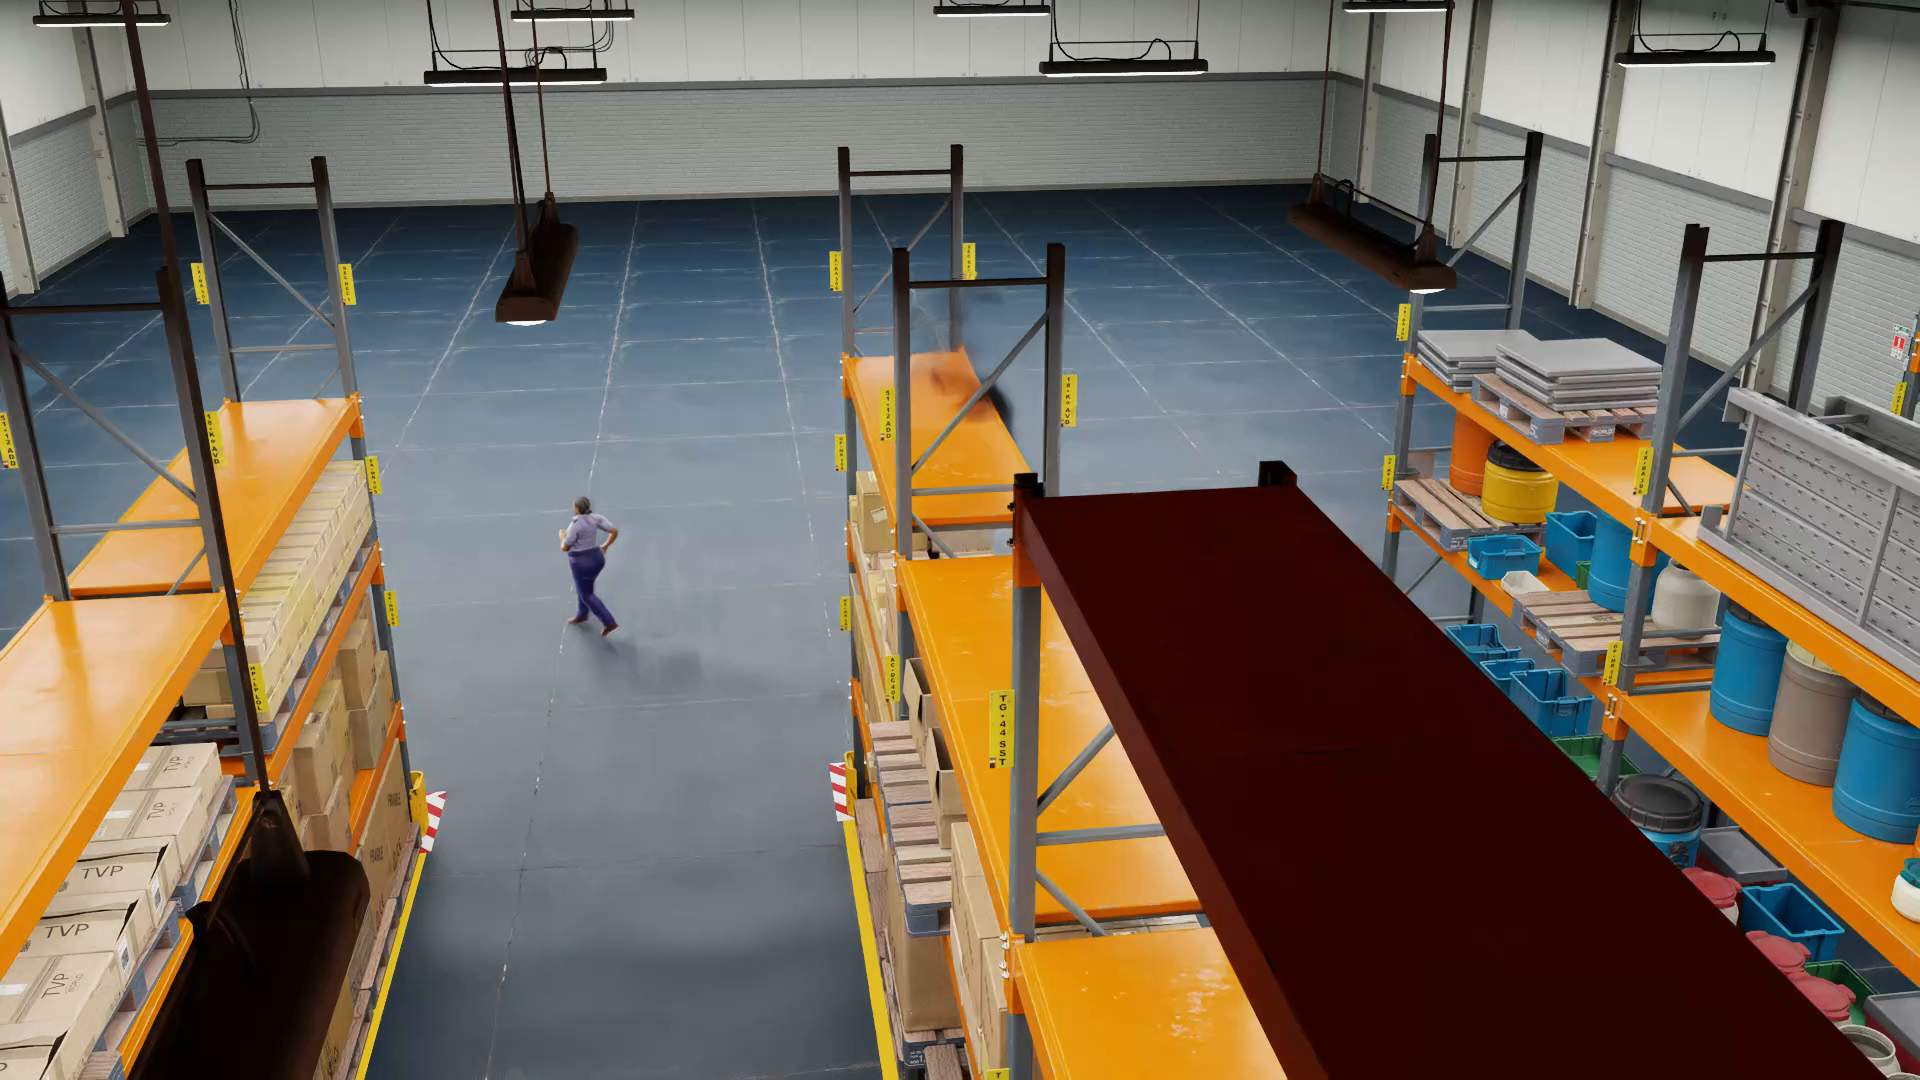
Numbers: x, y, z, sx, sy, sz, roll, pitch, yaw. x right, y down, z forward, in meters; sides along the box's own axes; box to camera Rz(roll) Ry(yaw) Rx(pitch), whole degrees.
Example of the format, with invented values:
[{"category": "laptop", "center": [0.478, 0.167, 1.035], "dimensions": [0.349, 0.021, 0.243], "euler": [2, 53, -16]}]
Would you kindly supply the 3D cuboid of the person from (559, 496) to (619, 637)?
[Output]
[{"category": "person", "center": [-4.189, 0.281, 18.653], "dimensions": [0.901, 1.658, 0.598], "euler": [12, 25, 28]}]
